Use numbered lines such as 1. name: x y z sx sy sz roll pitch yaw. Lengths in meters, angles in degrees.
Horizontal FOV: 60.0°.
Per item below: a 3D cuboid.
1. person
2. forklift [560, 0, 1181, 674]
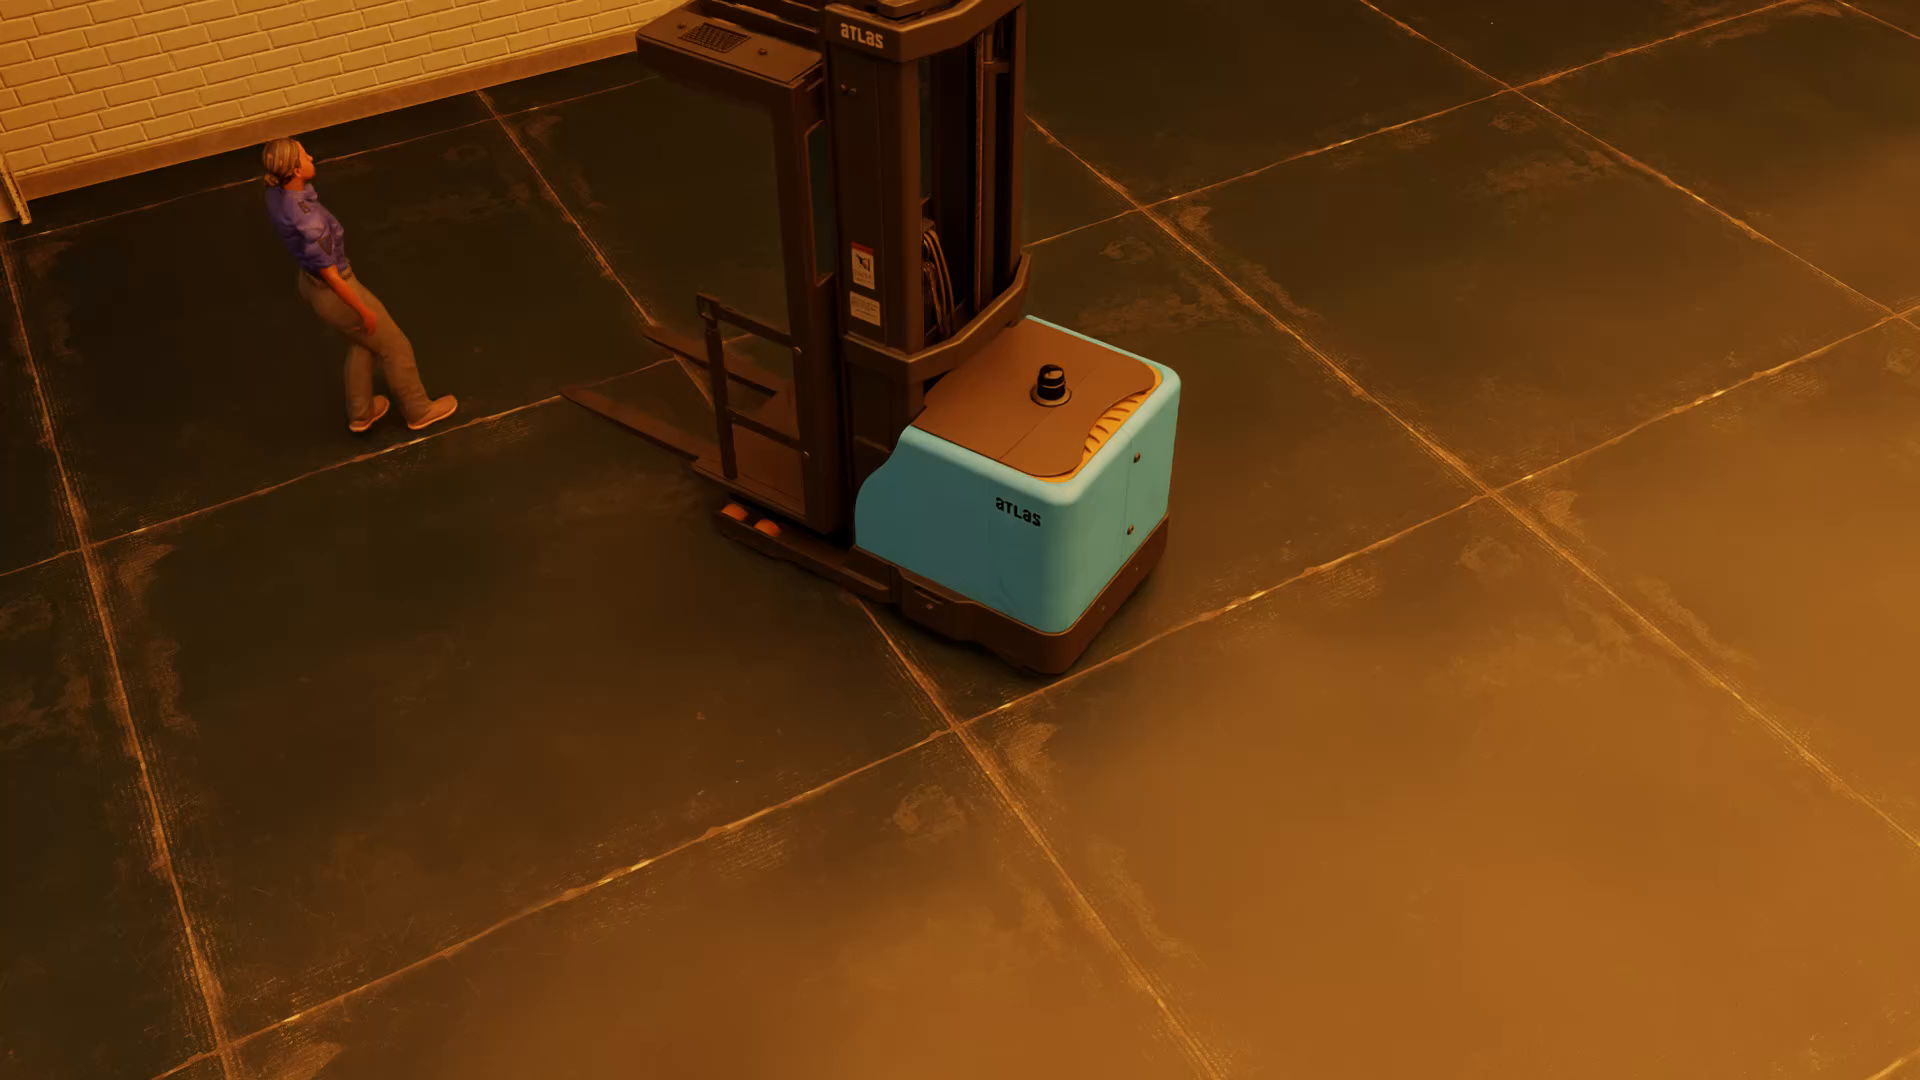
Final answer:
1. person: -2.881 -1.224 7.987 0.575 1.646 0.580 -28 50 -27
2. forklift: -0.560 -1.282 7.080 3.031 2.935 1.130 24 48 24
